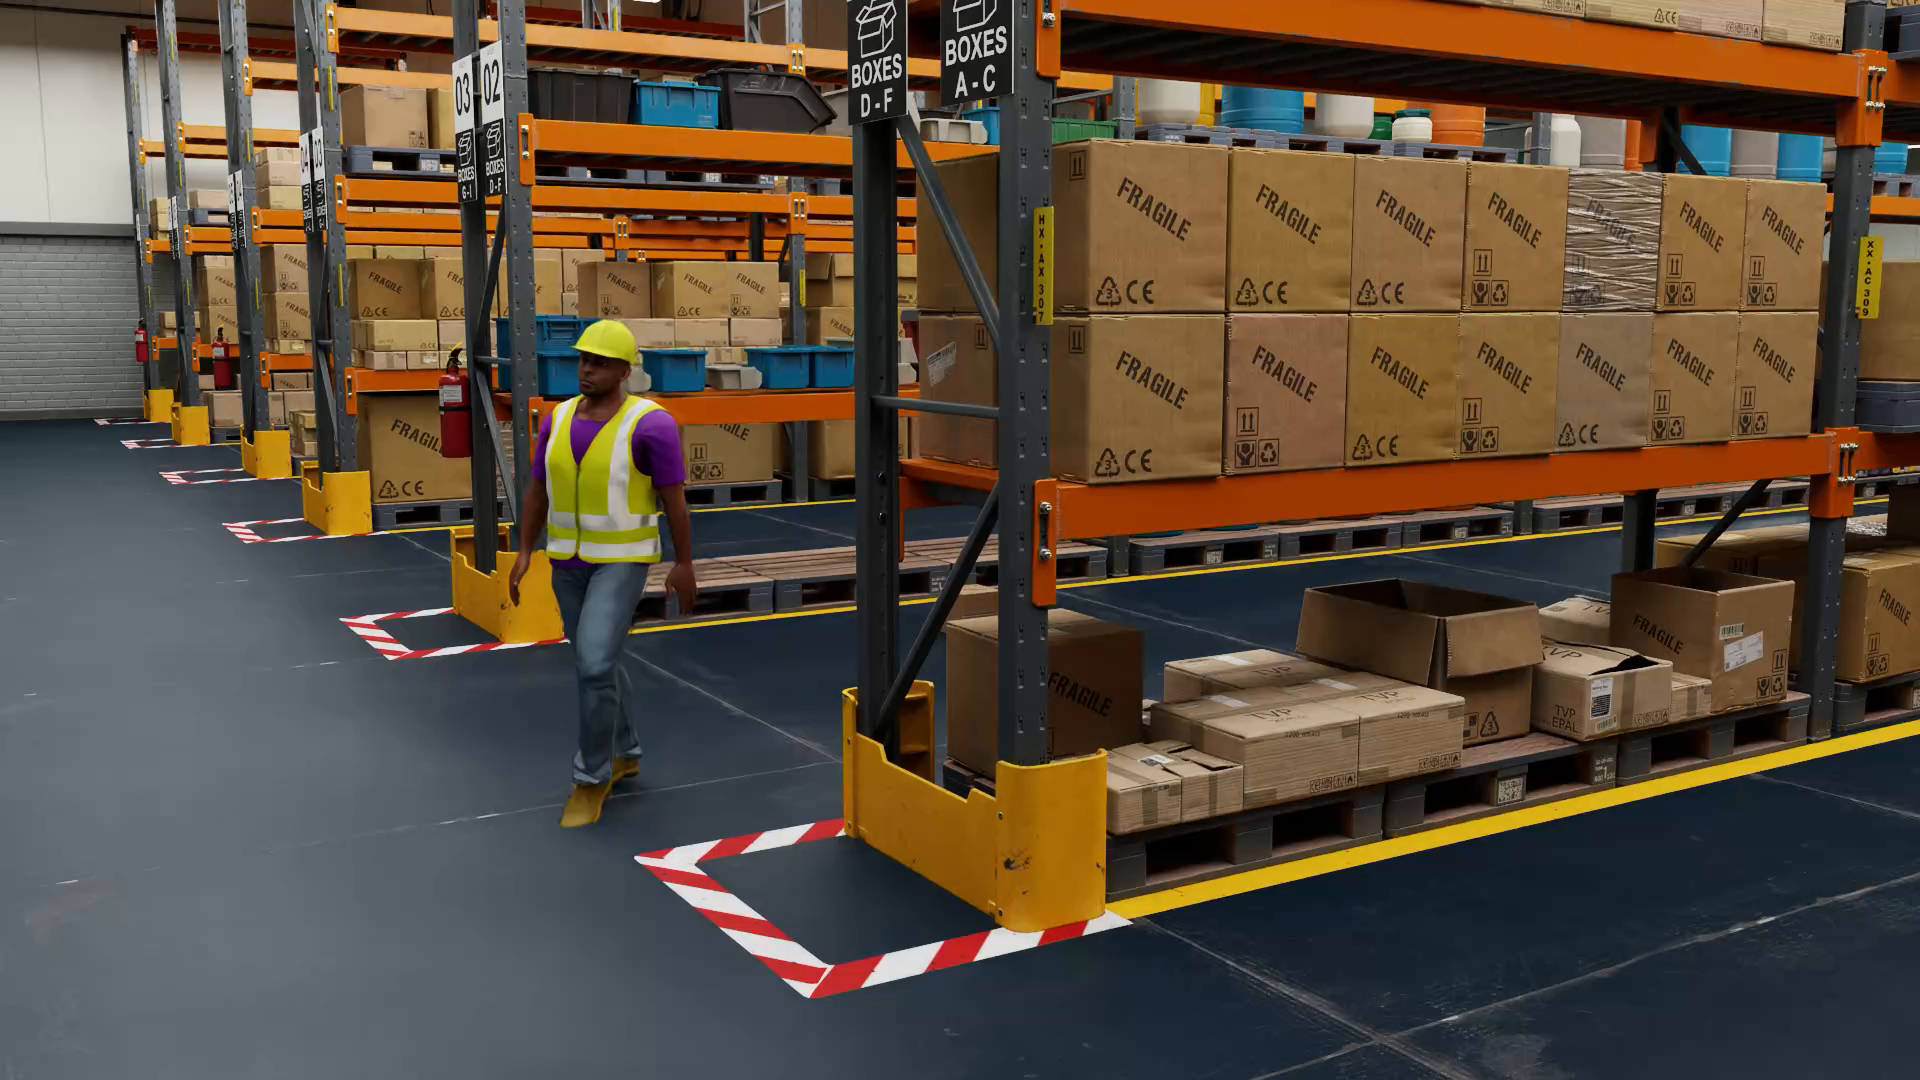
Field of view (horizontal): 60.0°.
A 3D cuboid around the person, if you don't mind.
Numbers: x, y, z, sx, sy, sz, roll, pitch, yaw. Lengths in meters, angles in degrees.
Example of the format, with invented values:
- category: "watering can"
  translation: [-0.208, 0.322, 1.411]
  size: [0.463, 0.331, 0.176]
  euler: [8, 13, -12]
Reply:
- category: "person"
  translation: [-1.311, 0.117, 6.032]
  size: [0.637, 1.817, 0.621]
  euler: [4, 9, 24]
